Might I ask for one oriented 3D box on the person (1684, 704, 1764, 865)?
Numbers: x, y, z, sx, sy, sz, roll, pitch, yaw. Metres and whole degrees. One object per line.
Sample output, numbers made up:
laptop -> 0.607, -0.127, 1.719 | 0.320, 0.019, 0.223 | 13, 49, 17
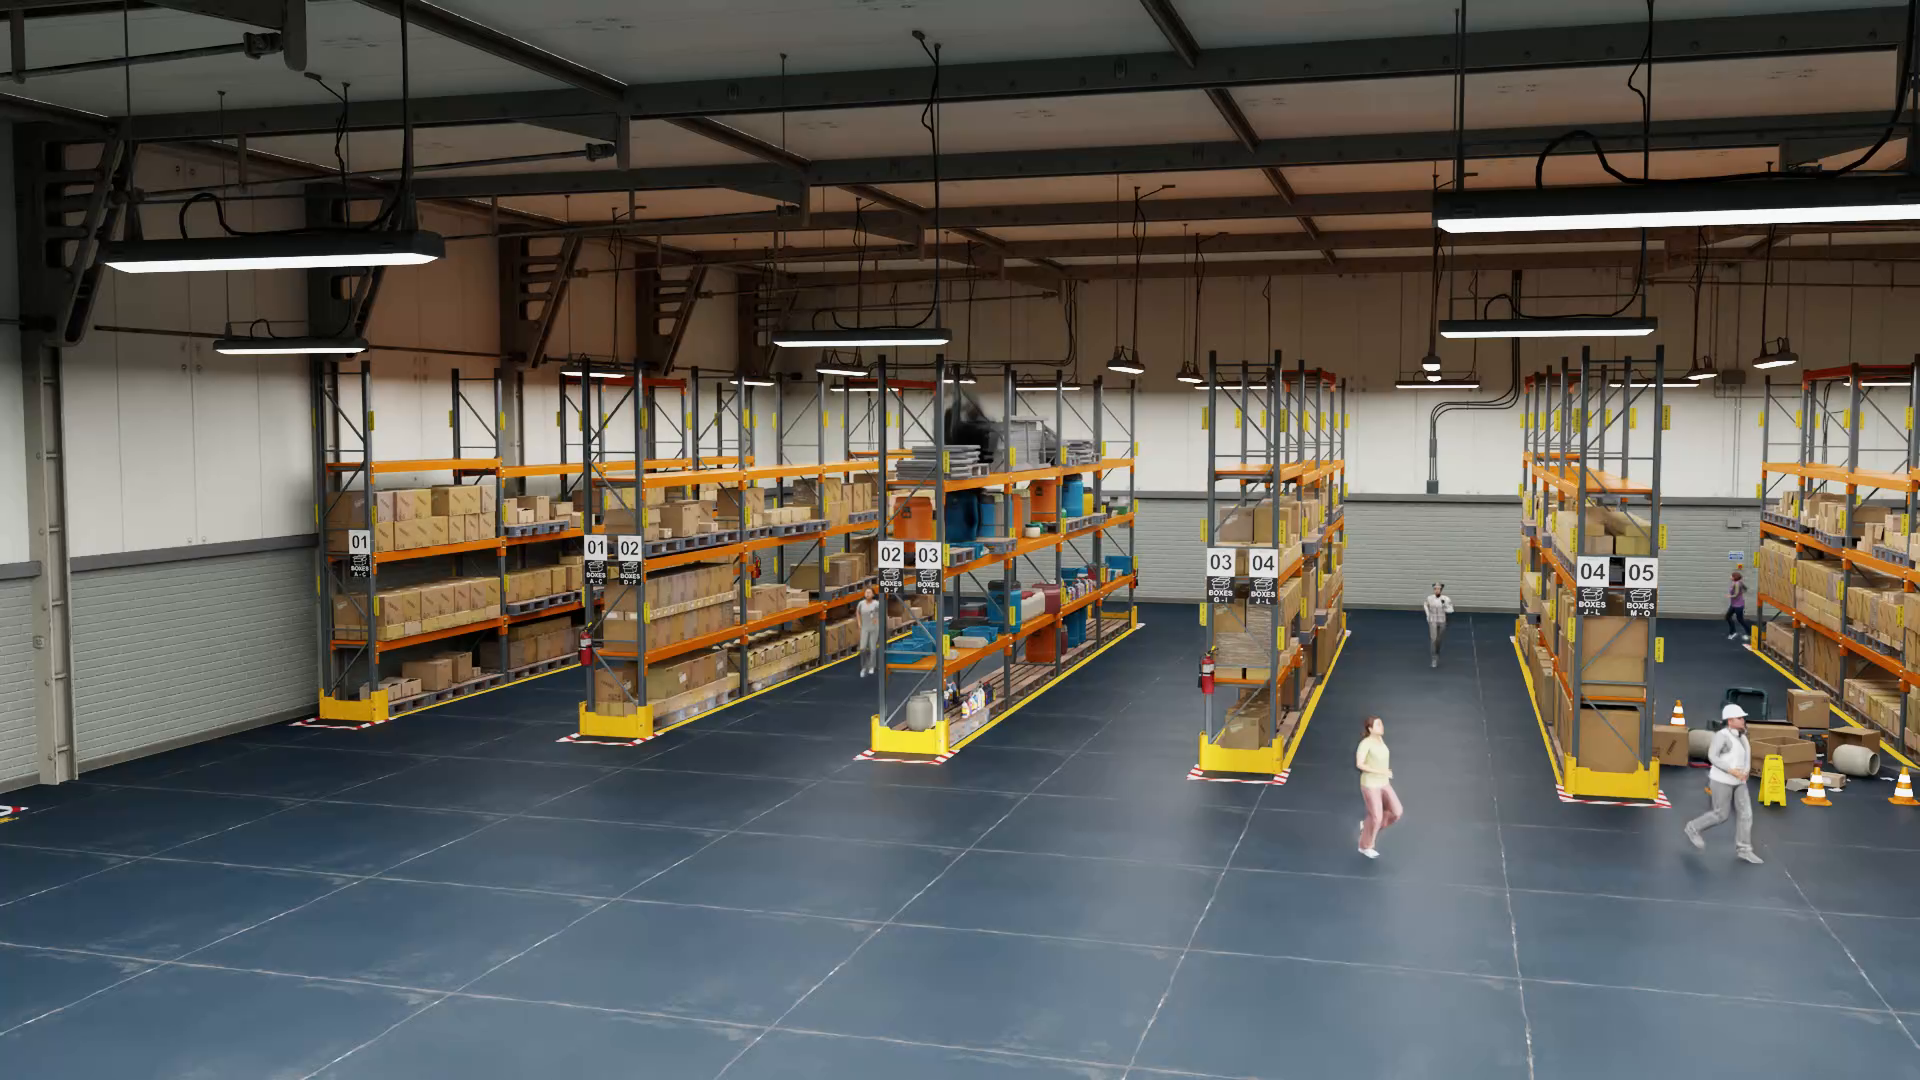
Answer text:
person -> 8.776, 2.759, 19.046 | 0.679, 1.783, 0.895 | -2, 5, -31

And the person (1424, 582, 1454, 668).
person -> 9.826, 1.729, 34.127 | 0.584, 1.754, 0.775 | 1, 4, 13

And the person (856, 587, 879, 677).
person -> -1.679, 1.707, 30.855 | 0.569, 1.697, 0.641 | 0, 4, 6

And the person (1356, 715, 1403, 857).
person -> 4.773, 2.820, 19.054 | 0.608, 1.640, 0.525 | -4, 6, -43

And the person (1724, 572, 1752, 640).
person -> 17.714, 1.521, 37.775 | 0.661, 1.610, 0.567 | 1, 4, 18
